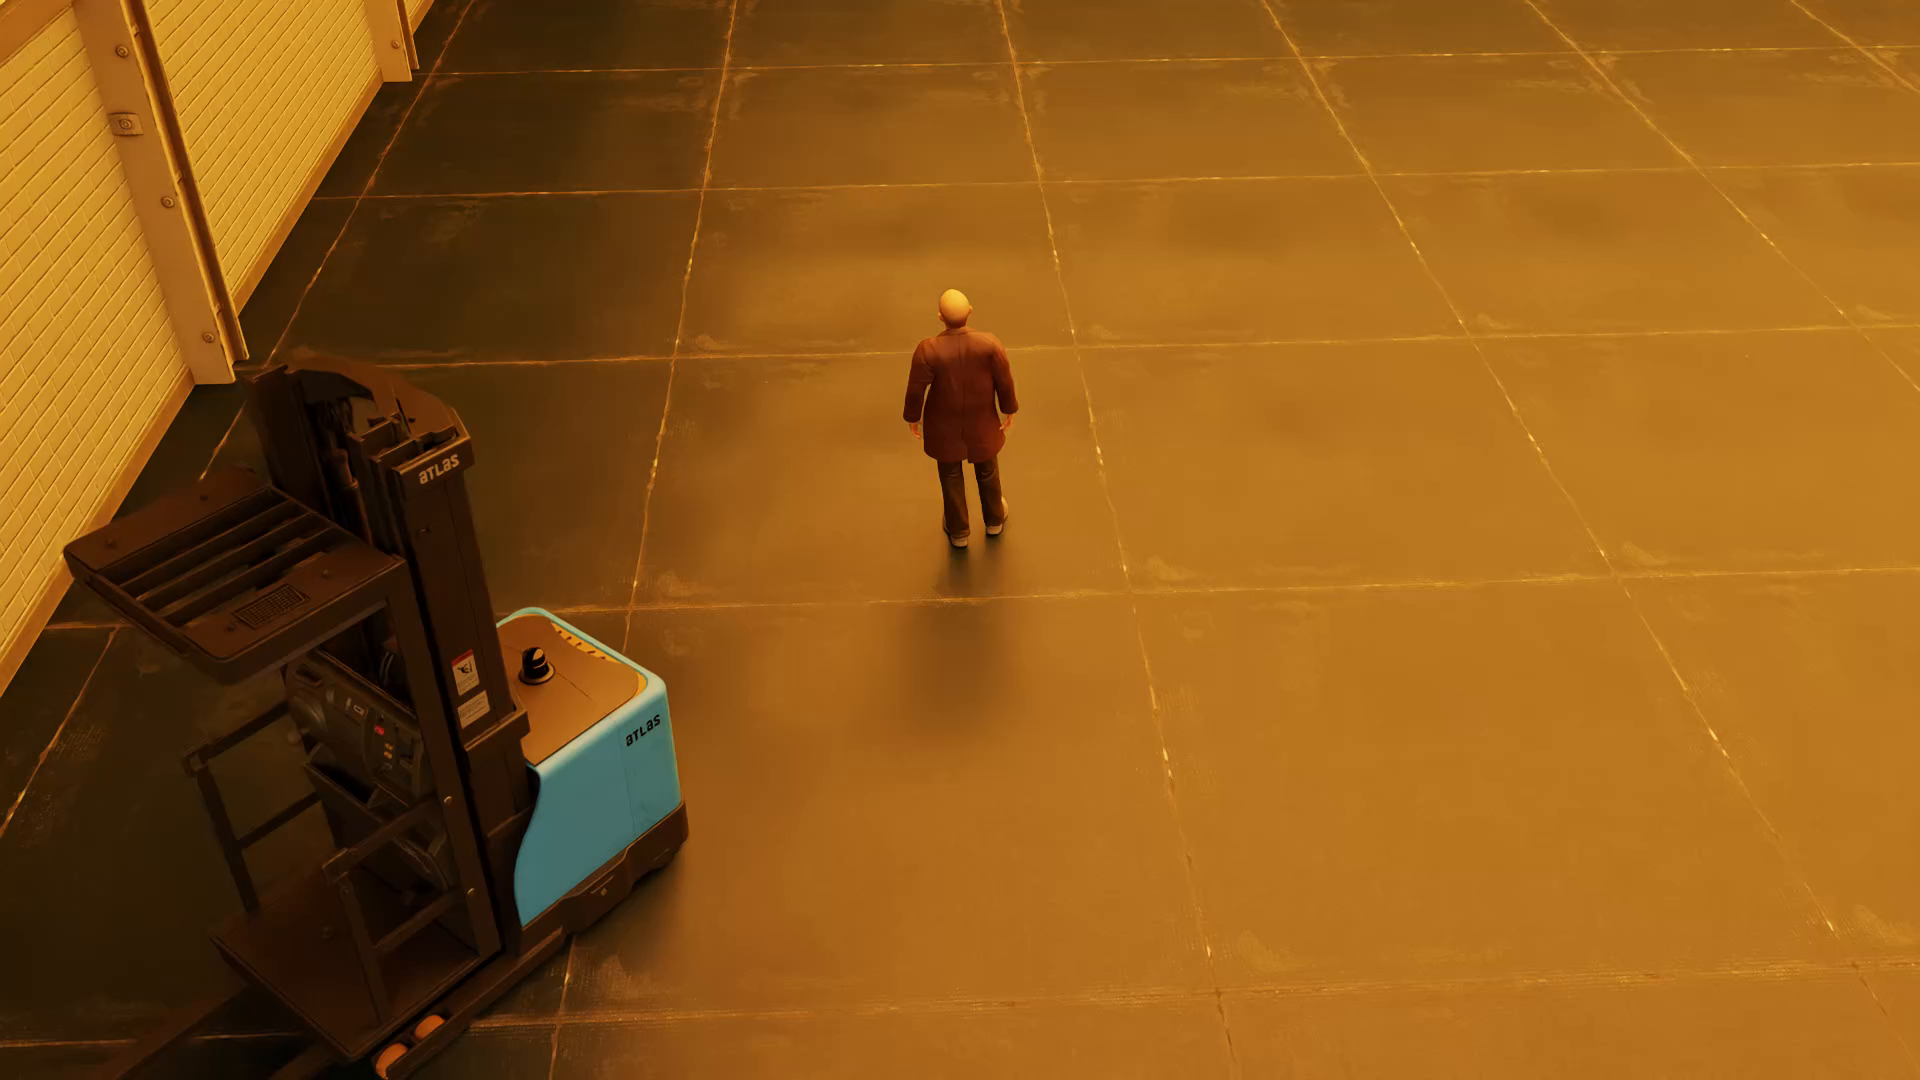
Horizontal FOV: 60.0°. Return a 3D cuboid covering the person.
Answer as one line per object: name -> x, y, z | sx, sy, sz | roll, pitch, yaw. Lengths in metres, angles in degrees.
person -> 0.000, -0.778, 10.046 | 0.696, 1.776, 0.582 | -2, 36, -2

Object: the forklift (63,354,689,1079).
forklift -> -2.669, 0.847, 6.847 | 1.130, 2.935, 3.031 | 25, 43, 30
